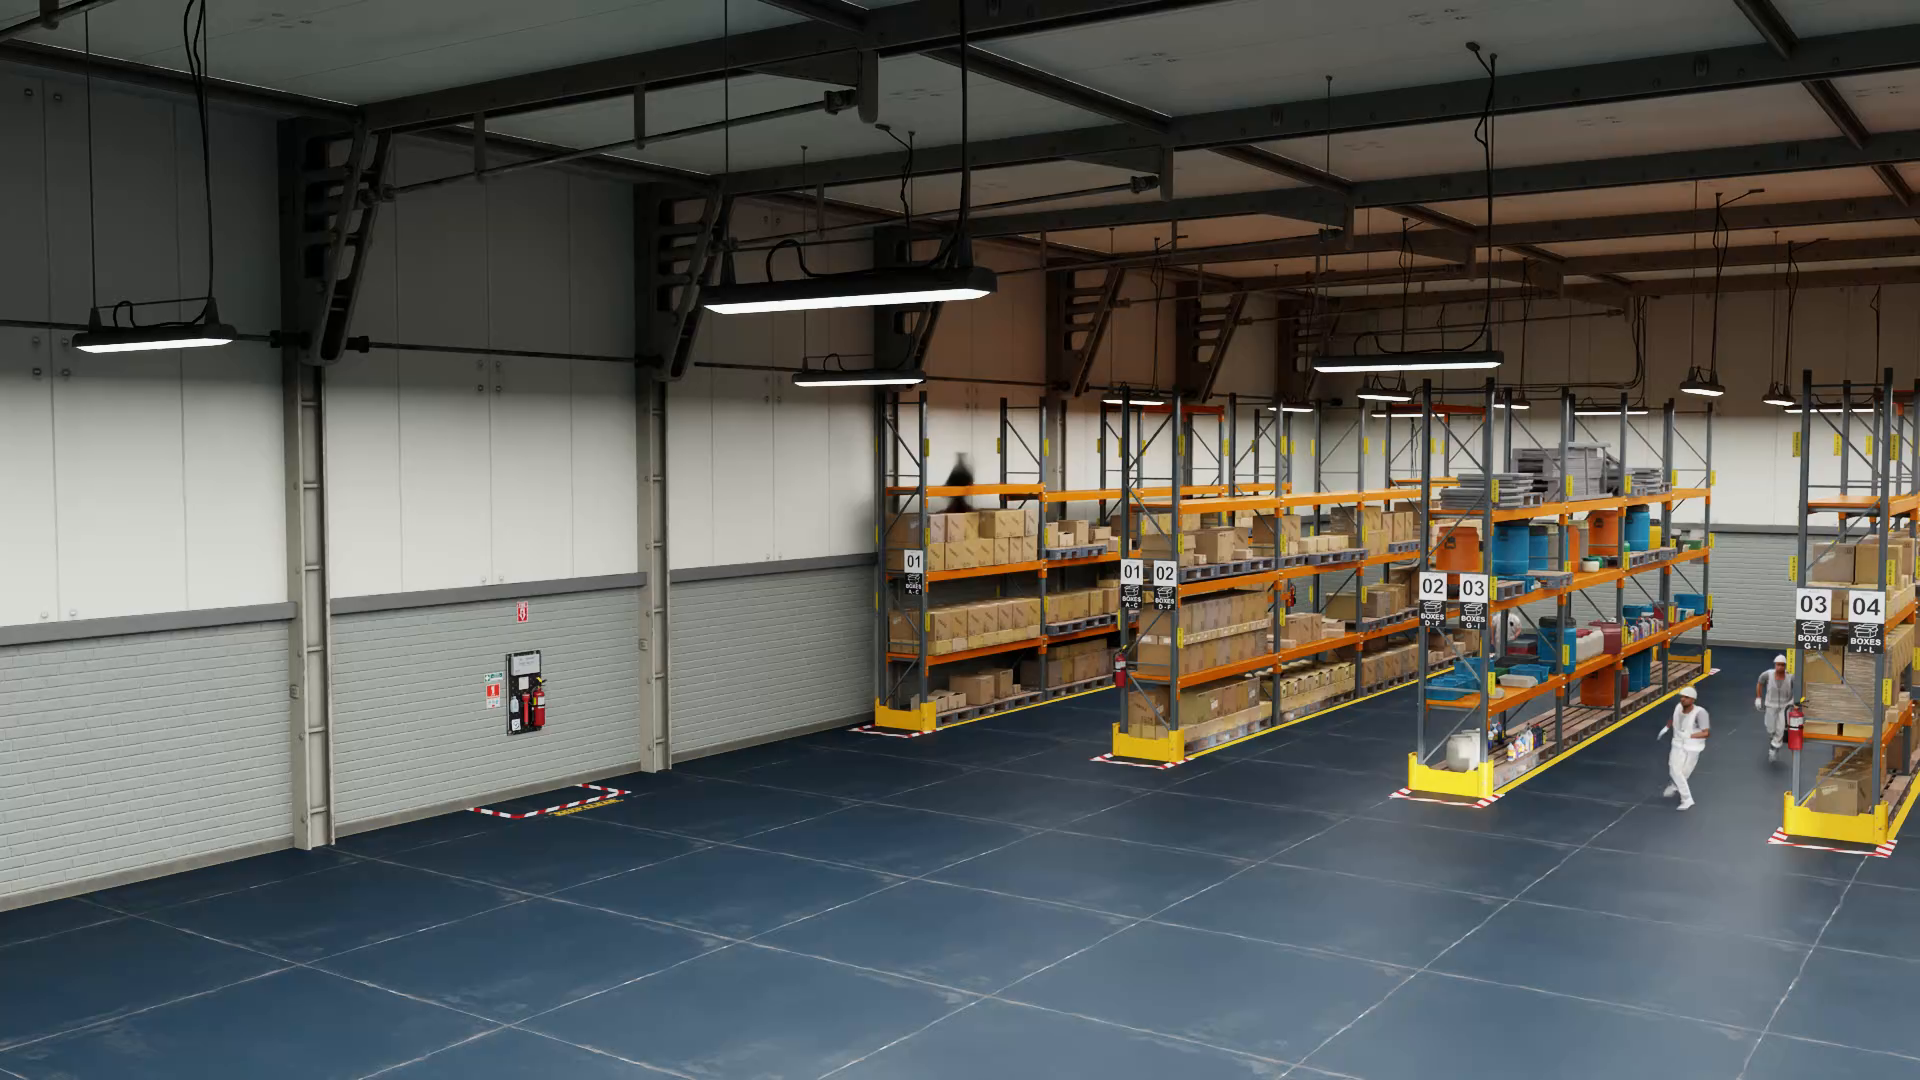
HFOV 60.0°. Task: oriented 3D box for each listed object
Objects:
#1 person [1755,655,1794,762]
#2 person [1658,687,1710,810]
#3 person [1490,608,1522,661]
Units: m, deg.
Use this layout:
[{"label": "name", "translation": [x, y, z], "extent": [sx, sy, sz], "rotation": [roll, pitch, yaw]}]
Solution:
[{"label": "person", "translation": [13.083, 2.674, 26.579], "extent": [0.649, 1.715, 0.706], "rotation": [1, 3, 20]}, {"label": "person", "translation": [10.105, 2.878, 23.181], "extent": [0.677, 1.723, 0.800], "rotation": [-3, 4, -43]}, {"label": "person", "translation": [11.697, 2.184, 35.637], "extent": [0.653, 1.704, 0.678], "rotation": [1, 3, 20]}]
